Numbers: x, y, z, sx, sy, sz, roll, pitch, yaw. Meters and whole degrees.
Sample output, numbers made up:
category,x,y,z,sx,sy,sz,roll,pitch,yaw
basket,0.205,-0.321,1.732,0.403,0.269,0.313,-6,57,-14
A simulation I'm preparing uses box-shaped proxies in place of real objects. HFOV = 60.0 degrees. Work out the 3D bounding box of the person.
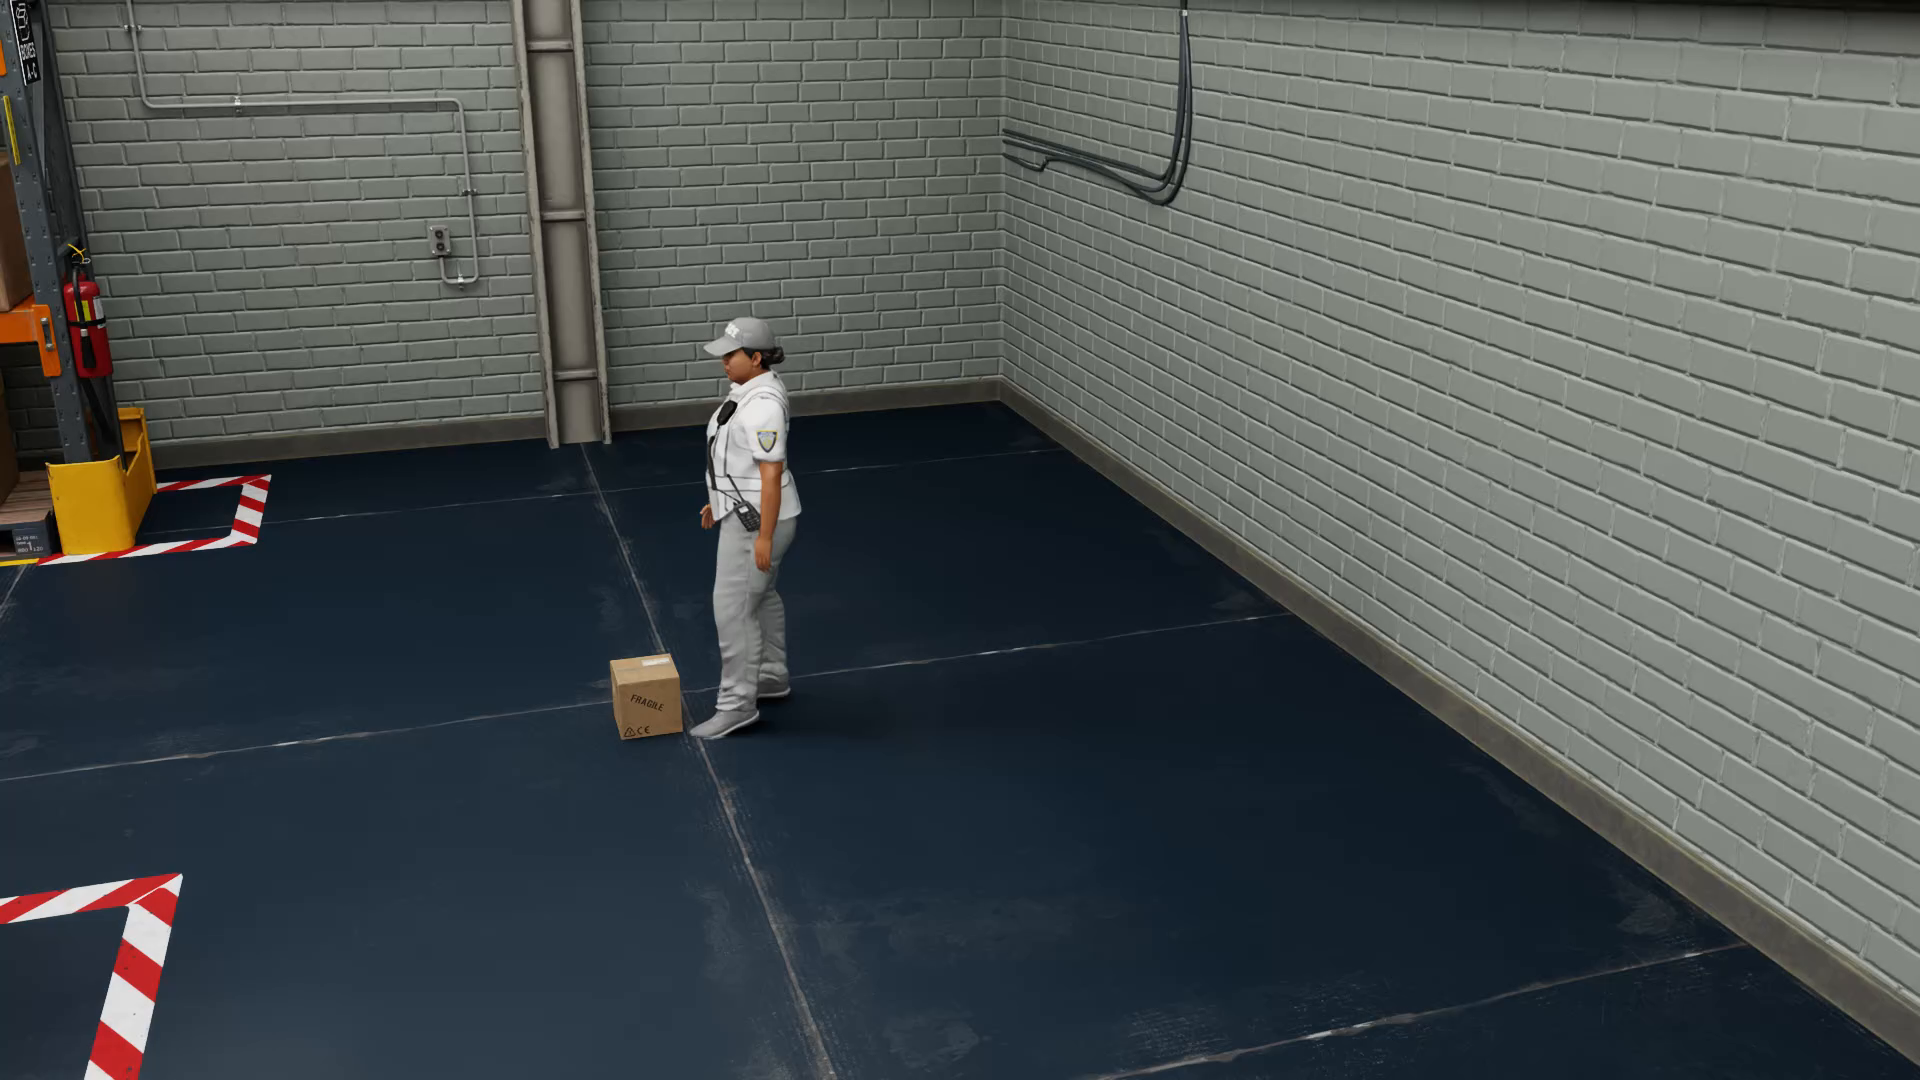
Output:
category,x,y,z,sx,sy,sz,roll,pitch,yaw
person,-0.892,-0.063,6.752,0.497,1.705,0.521,-3,20,-8
